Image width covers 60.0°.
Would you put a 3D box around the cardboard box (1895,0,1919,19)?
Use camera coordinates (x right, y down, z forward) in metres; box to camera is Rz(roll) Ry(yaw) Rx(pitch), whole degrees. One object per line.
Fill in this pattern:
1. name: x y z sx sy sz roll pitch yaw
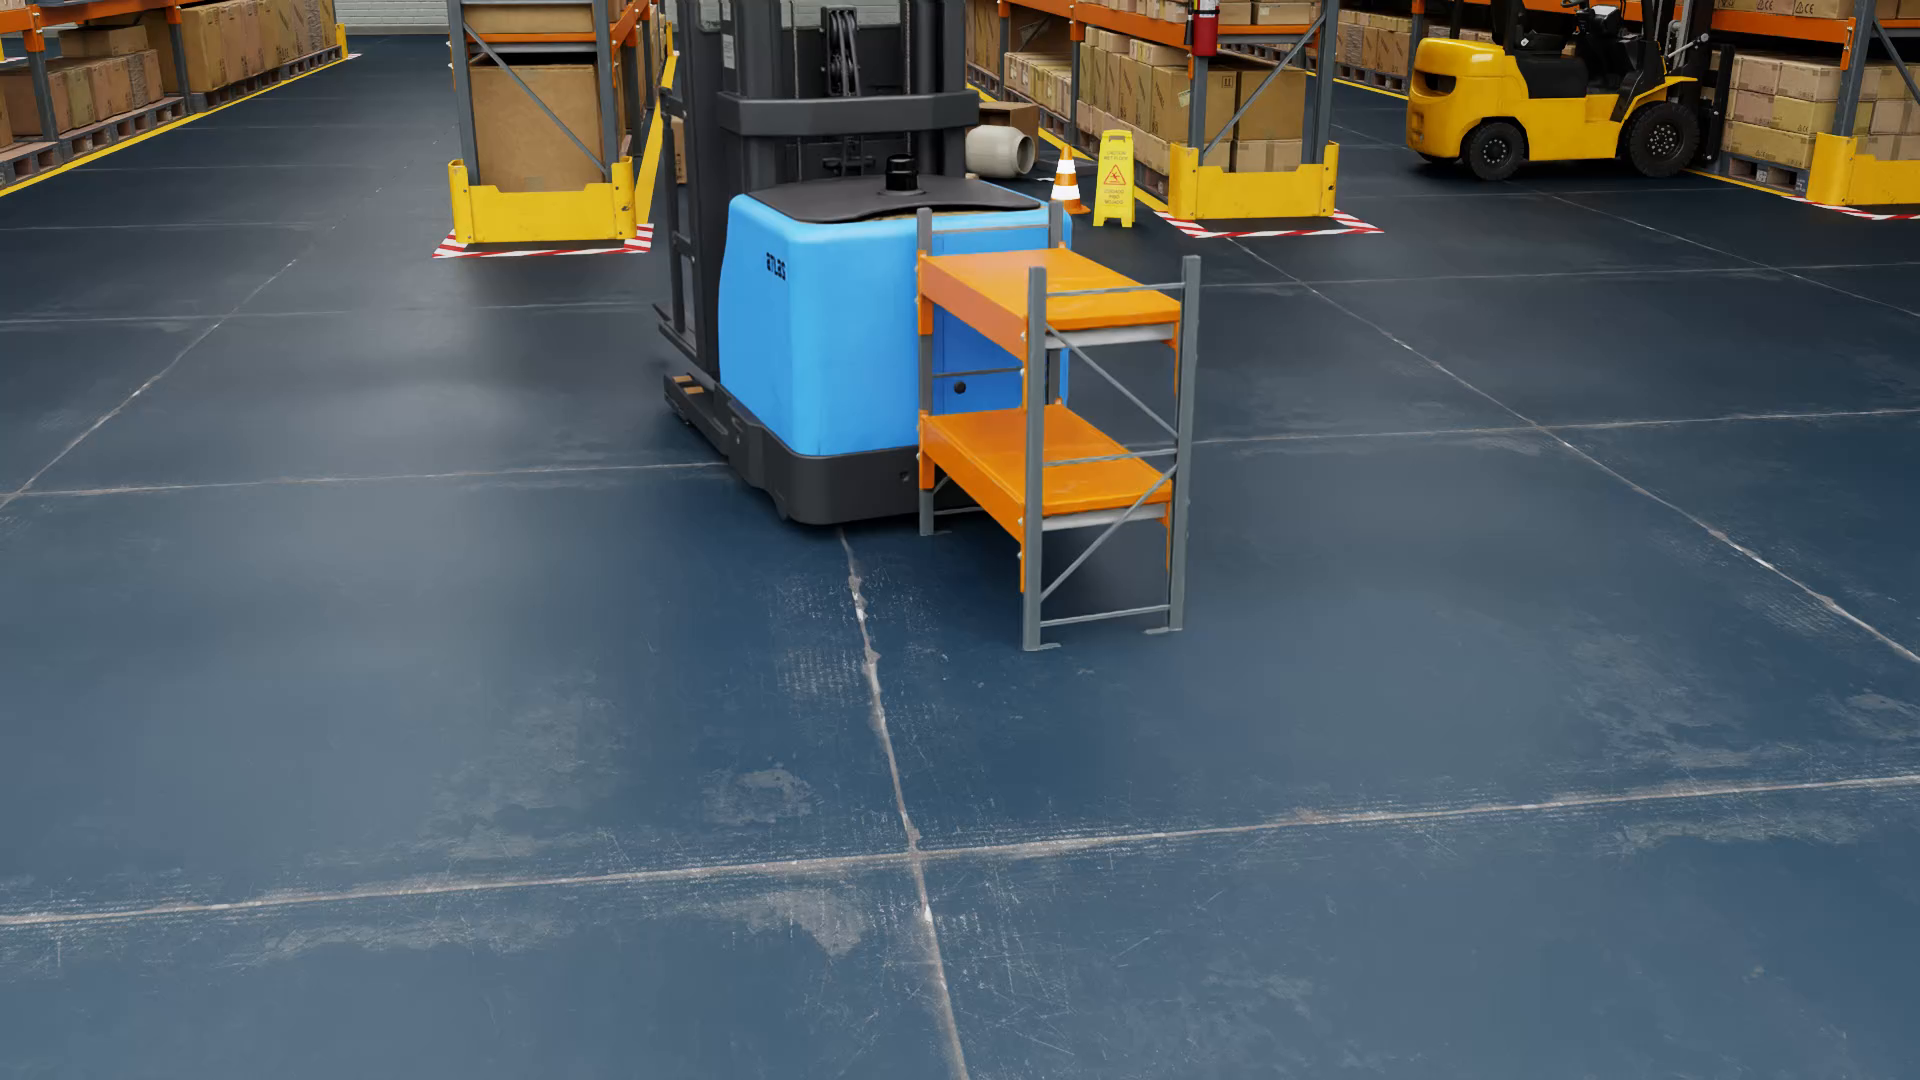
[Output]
1. cardboard box: 7.227 -4.221 12.587 0.500 0.500 0.500 -2 21 -6

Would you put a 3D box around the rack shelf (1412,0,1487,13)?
1. rack shelf: 5.582 -7.114 21.504 1.077 0.370 4.000 -3 21 -8

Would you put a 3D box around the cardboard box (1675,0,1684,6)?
1. cardboard box: 6.418 -4.899 14.402 0.500 0.500 0.500 -3 21 -8

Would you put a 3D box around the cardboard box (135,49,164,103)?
1. cardboard box: -8.731 -4.811 17.254 0.700 0.500 0.500 -4 21 -11

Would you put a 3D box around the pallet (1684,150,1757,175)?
1. pallet: 6.699 -3.366 14.427 1.003 0.211 1.213 -3 21 -8

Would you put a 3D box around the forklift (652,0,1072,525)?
1. forklift: -0.631 -1.905 6.629 1.130 2.935 3.031 -8 22 -21

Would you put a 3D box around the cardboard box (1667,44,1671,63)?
1. cardboard box: 6.353 -4.218 14.623 0.500 0.250 0.500 -2 21 -6

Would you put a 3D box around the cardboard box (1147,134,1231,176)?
1. cardboard box: 1.726 -2.920 12.577 0.500 0.250 0.500 -3 21 -8

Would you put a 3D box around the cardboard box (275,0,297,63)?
1. cardboard box: -9.440 -6.826 22.141 0.875 0.875 0.875 -3 21 -8

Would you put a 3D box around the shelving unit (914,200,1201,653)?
1. shelving unit: 0.263 -0.400 5.178 0.538 1.125 1.048 -7 22 -17

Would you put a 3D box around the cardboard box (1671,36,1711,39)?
1. cardboard box: 6.709 -4.590 15.618 0.500 0.250 0.500 -3 21 -7

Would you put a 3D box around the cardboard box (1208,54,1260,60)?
1. cardboard box: 2.122 -3.653 13.468 0.500 0.500 0.500 -3 21 -7

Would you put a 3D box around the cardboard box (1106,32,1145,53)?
1. cardboard box: 1.430 -4.150 13.872 0.380 0.149 0.250 -2 21 -5

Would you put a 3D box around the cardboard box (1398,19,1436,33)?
1. cardboard box: 5.549 -6.246 20.198 0.380 0.149 0.250 -4 21 -10

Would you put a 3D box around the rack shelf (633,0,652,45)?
1. rack shelf: -3.636 -5.192 16.360 1.077 0.370 4.000 -3 21 -8

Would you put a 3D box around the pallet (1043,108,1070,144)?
1. pallet: 1.422 -4.085 16.351 1.003 0.211 1.213 -3 21 -8

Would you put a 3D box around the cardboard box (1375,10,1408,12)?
1. cardboard box: 5.768 -7.000 22.216 0.380 0.149 0.250 -2 21 -6

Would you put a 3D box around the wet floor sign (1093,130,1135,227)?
1. wet floor sign: 1.081 -2.514 11.525 0.267 0.644 0.232 4 21 11

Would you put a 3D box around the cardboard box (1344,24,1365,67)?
1. cardboard box: 5.364 -6.453 21.680 0.500 0.500 0.500 -4 21 -10

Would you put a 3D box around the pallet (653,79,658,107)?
1. pallet: -4.036 -5.186 19.300 1.003 0.211 1.213 -3 21 -8

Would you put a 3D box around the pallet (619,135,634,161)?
1. pallet: -3.316 -3.263 14.152 1.003 0.211 1.213 -3 21 -8

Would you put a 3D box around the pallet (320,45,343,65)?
1. pallet: -9.808 -7.197 24.685 1.003 0.211 1.213 -3 21 -8

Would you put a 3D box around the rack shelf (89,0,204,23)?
1. rack shelf: -9.136 -6.362 19.492 1.077 0.370 4.000 -3 21 -8

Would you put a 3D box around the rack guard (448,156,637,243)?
1. rack guard: -2.768 -2.273 11.087 1.175 0.500 0.348 -3 21 -8

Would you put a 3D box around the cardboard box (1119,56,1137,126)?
1. cardboard box: 1.594 -3.617 13.370 0.500 0.500 0.500 -3 21 -9

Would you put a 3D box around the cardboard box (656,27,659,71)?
1. cardboard box: -4.072 -6.211 21.032 0.500 0.500 0.500 -3 21 -9

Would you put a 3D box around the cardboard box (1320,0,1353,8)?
1. cardboard box: 5.167 -7.387 22.827 0.380 0.149 0.250 -4 21 -10

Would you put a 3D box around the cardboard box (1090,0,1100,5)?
1. cardboard box: 1.351 -4.794 14.623 0.380 0.149 0.250 -2 21 -6

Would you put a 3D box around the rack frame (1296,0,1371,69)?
1. rack frame: 5.294 -8.143 23.232 1.000 3.000 0.127 -3 21 -8

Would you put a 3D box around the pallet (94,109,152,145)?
1. pallet: -8.564 -4.008 16.147 1.003 0.211 1.213 -3 21 -8

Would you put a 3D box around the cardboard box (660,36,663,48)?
1. cardboard box: -4.237 -6.749 22.548 0.380 0.149 0.250 -2 21 -5

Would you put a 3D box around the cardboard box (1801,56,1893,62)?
1. cardboard box: 7.066 -3.714 13.274 0.500 0.250 0.500 -3 21 -8

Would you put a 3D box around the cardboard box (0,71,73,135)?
1. cardboard box: -8.338 -3.871 14.736 0.700 0.500 0.500 -5 21 -12

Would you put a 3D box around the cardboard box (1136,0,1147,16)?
1. cardboard box: 1.593 -4.177 12.972 0.380 0.149 0.250 -3 21 -8

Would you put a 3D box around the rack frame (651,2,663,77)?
1. rack frame: -4.501 -7.607 21.796 1.000 3.000 0.127 -3 21 -8

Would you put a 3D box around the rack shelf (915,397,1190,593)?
1. rack shelf: 0.263 -0.171 5.264 0.538 0.278 1.000 -7 22 -17

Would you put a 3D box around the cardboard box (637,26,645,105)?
1. cardboard box: -3.797 -4.847 17.021 1.050 0.750 0.750 -3 21 -7

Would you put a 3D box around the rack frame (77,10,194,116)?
1. rack frame: -8.847 -6.007 17.512 1.000 3.000 0.127 -3 21 -8

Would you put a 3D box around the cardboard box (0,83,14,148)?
1. cardboard box: -8.253 -3.507 13.791 0.500 0.500 0.500 -4 21 -9

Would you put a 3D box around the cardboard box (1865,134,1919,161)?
1. cardboard box: 7.146 -3.077 12.997 0.500 0.250 0.500 -3 21 -8

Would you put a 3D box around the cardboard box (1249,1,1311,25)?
1. cardboard box: 2.268 -3.747 11.821 0.380 0.149 0.250 -3 21 -8

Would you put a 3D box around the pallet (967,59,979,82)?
1. pallet: 0.568 -6.322 22.341 1.003 0.211 1.213 -3 21 -8

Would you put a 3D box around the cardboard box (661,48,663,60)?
1. cardboard box: -4.236 -6.610 22.602 0.380 0.149 0.250 -4 21 -10

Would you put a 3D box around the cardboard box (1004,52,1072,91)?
1. cardboard box: 1.031 -5.276 18.711 0.950 0.372 0.625 -4 21 -11

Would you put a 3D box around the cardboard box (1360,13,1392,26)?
1. cardboard box: 5.385 -6.707 21.431 0.380 0.149 0.250 -4 21 -10

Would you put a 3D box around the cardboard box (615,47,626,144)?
1. cardboard box: -3.327 -3.817 14.086 0.875 0.875 0.875 -3 21 -7

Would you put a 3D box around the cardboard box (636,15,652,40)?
1. cardboard box: -3.785 -5.850 18.992 0.500 0.250 0.500 -4 21 -10

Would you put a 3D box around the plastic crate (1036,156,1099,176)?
1. plastic crate: 0.951 -3.169 14.087 0.402 0.080 0.583 -11 23 -26

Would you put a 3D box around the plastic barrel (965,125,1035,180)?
1. plastic barrel: 0.316 -3.169 13.595 0.512 0.421 0.421 12 24 30

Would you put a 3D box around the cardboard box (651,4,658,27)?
1. cardboard box: -4.144 -6.739 21.372 0.500 0.250 0.500 -3 21 -9

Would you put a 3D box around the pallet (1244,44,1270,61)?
1. pallet: 5.017 -7.498 25.490 1.003 0.211 1.213 -3 21 -8

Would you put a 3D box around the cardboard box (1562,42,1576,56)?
1. cardboard box: 6.361 -4.638 16.640 0.875 0.625 0.625 -2 21 -5

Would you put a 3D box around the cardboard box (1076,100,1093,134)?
1. cardboard box: 1.354 -3.812 14.966 0.500 0.250 0.500 -4 21 -10
